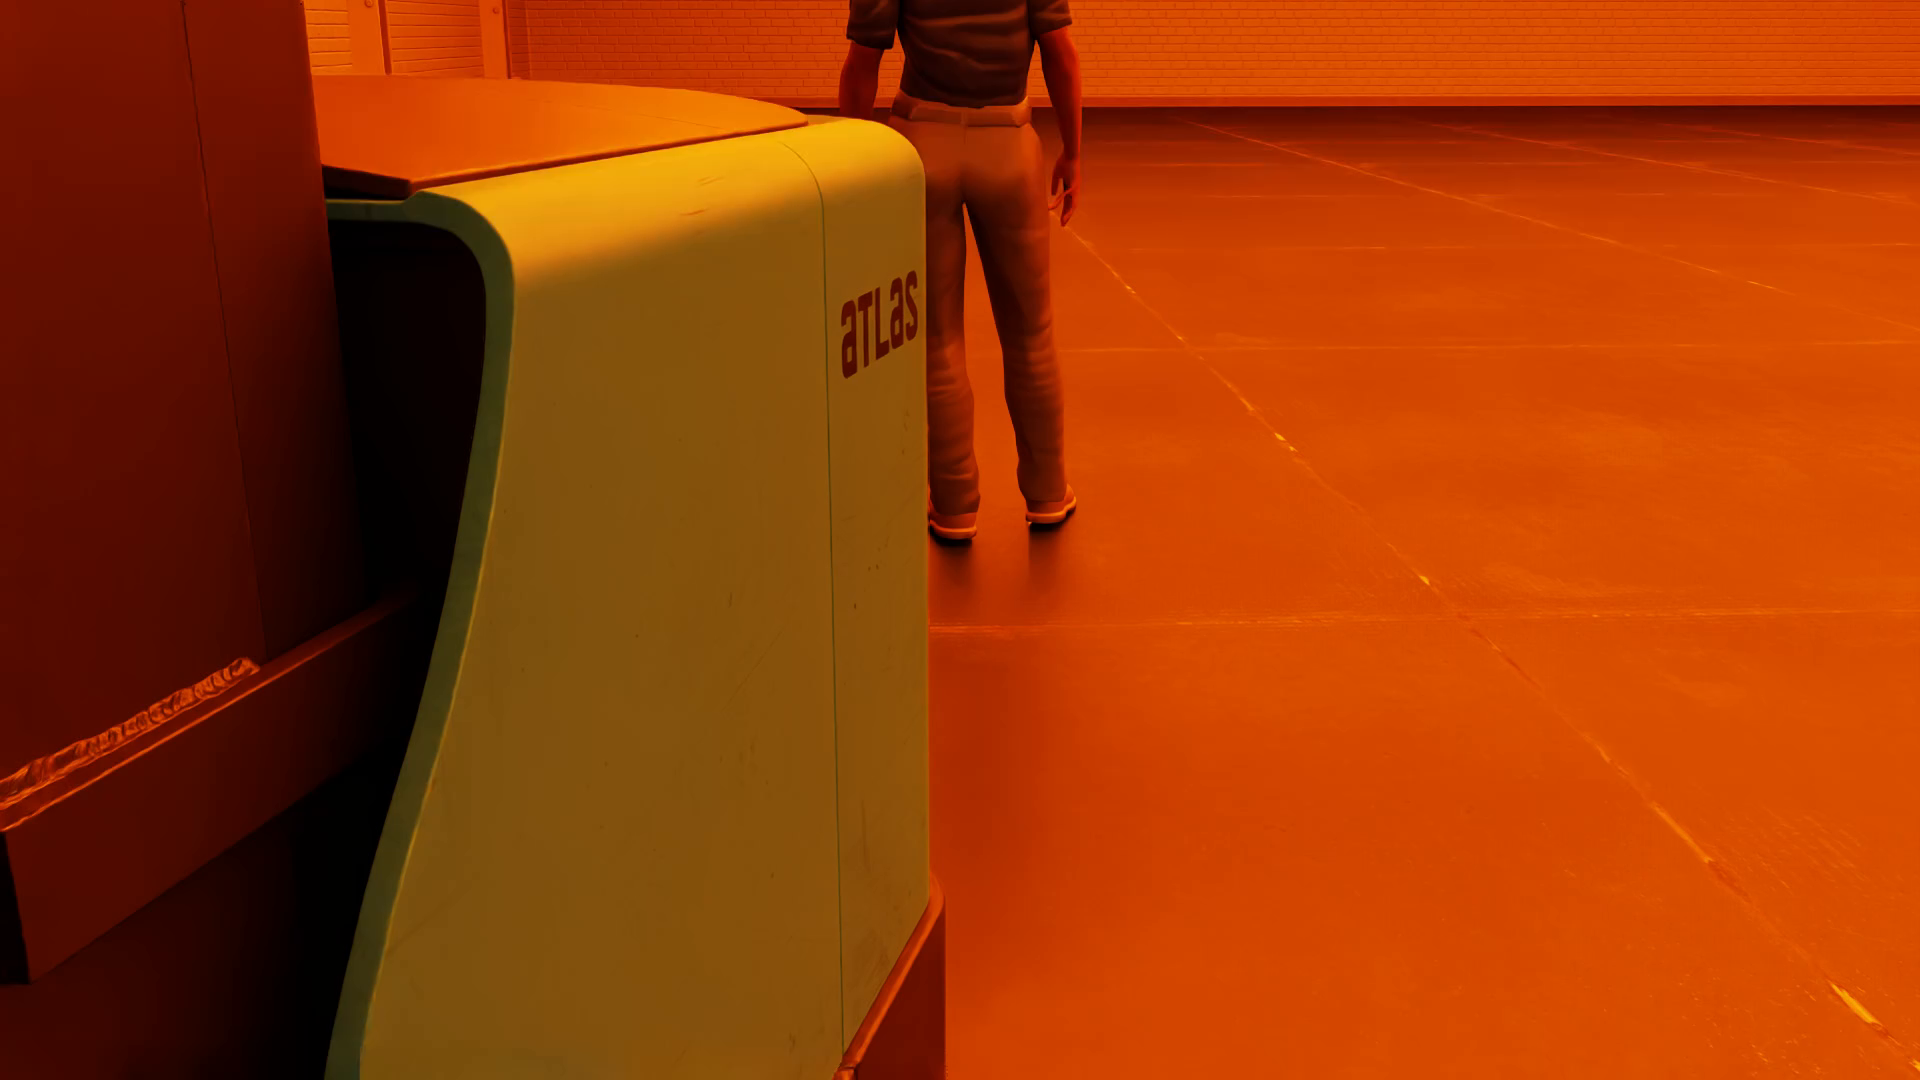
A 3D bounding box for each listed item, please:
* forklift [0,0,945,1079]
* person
[{"bbox_3d":[-0.885,-0.377,0.140,1.130,2.935,3.031,4,18,14],"label":"forklift"},{"bbox_3d":[0.016,-0.817,3.761,0.569,1.641,0.504,-1,17,-3],"label":"person"}]
